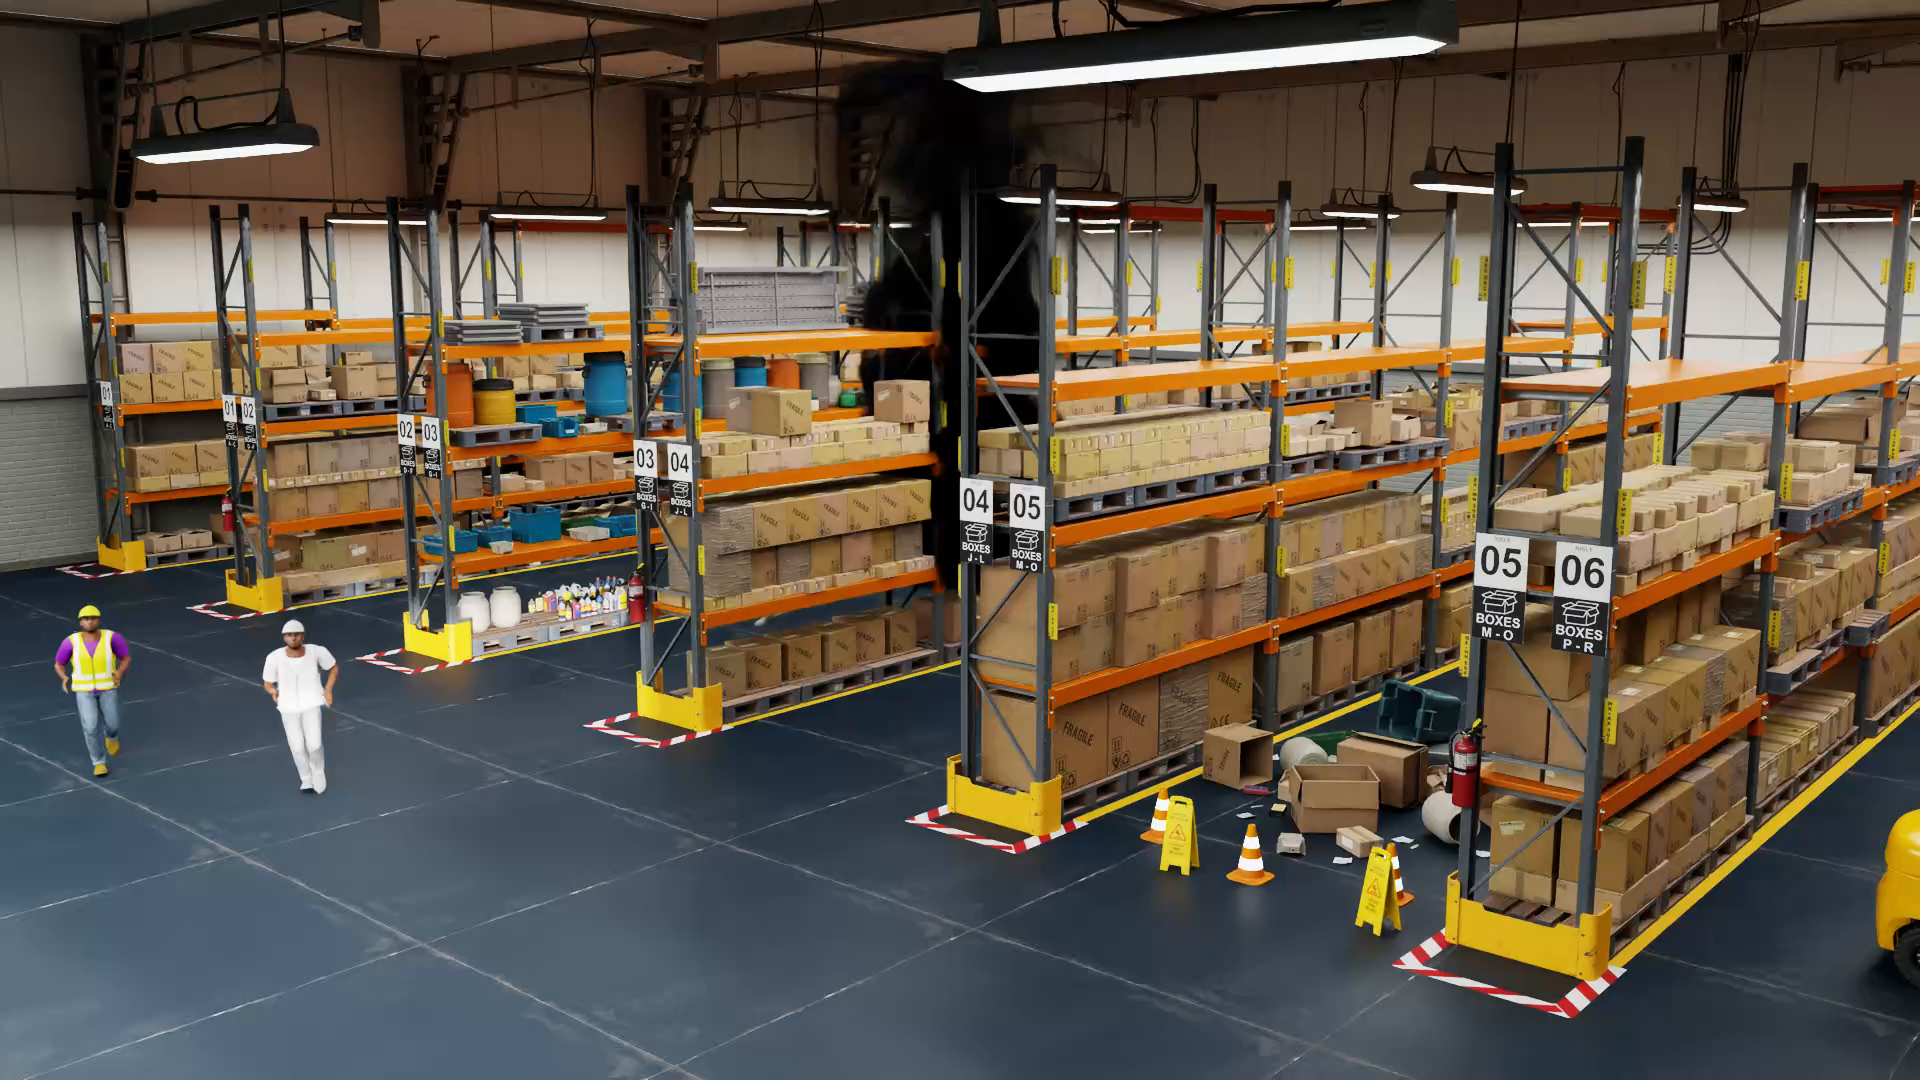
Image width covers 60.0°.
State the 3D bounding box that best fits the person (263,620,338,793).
[{"bbox_3d":[-6.408,1.639,16.171,0.672,1.745,0.657,-2,10,-14],"label":"person"}]

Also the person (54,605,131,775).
[{"bbox_3d":[-8.847,1.513,17.010,0.703,1.721,0.675,-5,11,-26],"label":"person"}]

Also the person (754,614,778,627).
[{"bbox_3d":[-2.594,0.255,22.686,0.708,1.791,0.703,5,11,30],"label":"person"}]
